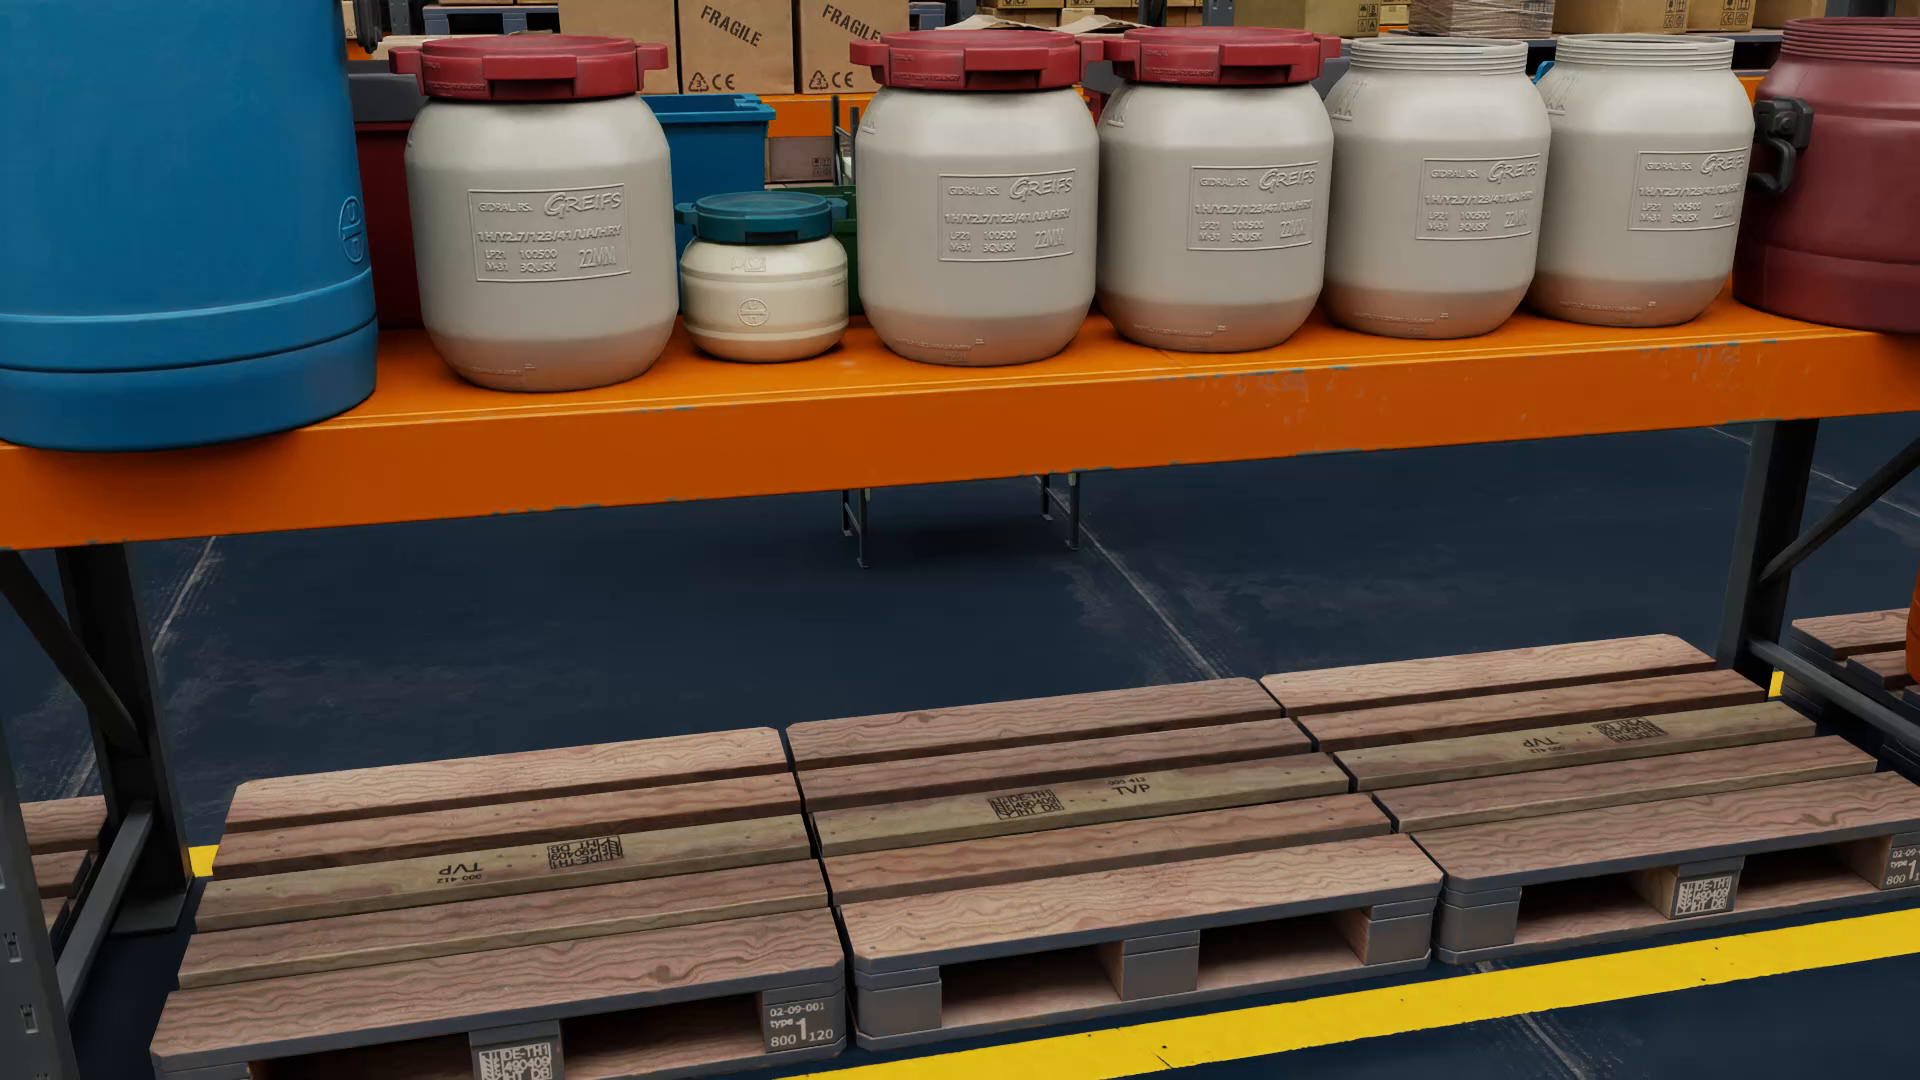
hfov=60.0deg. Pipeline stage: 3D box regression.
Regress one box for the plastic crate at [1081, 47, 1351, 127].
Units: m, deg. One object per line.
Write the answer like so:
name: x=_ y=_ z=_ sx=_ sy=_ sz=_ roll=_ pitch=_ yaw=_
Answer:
plastic crate: x=0.583 y=-0.797 z=3.537 sx=0.583 sy=0.464 sz=0.402 roll=-5 pitch=21 yaw=-12

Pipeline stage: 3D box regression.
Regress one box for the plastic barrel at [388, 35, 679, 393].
plastic barrel: x=-0.685 y=-0.542 z=2.737 sx=0.433 sy=0.535 sz=0.433 roll=0 pitch=20 yaw=0

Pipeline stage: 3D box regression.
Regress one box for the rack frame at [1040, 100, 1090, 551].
rack frame: x=0.350 y=-0.733 z=5.634 sx=0.023 sy=1.500 sz=0.400 roll=-5 pitch=21 yaw=-12

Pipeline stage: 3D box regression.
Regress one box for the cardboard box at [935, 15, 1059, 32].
cardboard box: x=0.175 y=-2.403 z=8.144 sx=0.500 sy=0.311 sz=0.500 roll=-5 pitch=21 yaw=-13

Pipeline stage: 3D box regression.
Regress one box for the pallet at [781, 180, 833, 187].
pallet: x=-0.814 y=-2.738 z=12.983 sx=1.213 sy=0.211 sz=1.003 roll=-5 pitch=21 yaw=-12

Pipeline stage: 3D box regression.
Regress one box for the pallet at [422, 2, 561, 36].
pallet: x=-3.169 y=-3.714 z=11.872 sx=1.213 sy=0.211 sz=1.003 roll=-5 pitch=21 yaw=-12

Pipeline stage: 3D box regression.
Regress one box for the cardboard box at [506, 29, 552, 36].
cardboard box: x=-1.989 y=-2.202 z=7.662 sx=0.258 sy=0.266 sz=0.396 roll=-5 pitch=21 yaw=-14

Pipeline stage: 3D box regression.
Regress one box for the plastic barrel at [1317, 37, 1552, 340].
plastic barrel: x=0.865 y=-0.659 z=3.090 sx=0.421 sy=0.512 sz=0.421 roll=0 pitch=20 yaw=0

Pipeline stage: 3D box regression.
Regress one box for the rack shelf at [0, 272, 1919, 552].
rack shelf: x=0.280 y=-0.297 z=3.309 sx=4.000 sy=0.370 sz=1.077 roll=-5 pitch=21 yaw=-12

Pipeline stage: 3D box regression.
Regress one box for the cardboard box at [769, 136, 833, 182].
cardboard box: x=-1.270 y=-3.066 z=12.817 sx=0.500 sy=0.500 sz=0.700 roll=-5 pitch=21 yaw=-13

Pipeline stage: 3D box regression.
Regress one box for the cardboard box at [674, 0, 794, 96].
cardboard box: x=-1.051 y=-2.318 z=7.637 sx=0.500 sy=0.500 sz=0.500 roll=-5 pitch=21 yaw=-12

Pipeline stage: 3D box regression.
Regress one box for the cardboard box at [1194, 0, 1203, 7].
cardboard box: x=1.978 y=-4.379 z=12.801 sx=0.500 sy=0.500 sz=0.500 roll=-4 pitch=21 yaw=-11

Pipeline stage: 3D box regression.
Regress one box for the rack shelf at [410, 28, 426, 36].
rack shelf: x=-2.000 y=-3.613 z=12.362 sx=4.000 sy=0.370 sz=1.077 roll=-5 pitch=21 yaw=-12

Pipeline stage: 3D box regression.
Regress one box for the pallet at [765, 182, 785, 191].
pallet: x=-1.999 y=-2.643 z=12.723 sx=1.213 sy=0.211 sz=1.003 roll=-5 pitch=21 yaw=-12

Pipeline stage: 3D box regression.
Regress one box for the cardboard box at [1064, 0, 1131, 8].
cardboard box: x=0.990 y=-4.296 z=12.575 sx=0.500 sy=0.500 sz=0.500 roll=-4 pitch=20 yaw=-11

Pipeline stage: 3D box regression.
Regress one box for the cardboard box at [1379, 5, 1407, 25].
cardboard box: x=3.335 y=-4.168 z=13.167 sx=0.250 sy=0.149 sz=0.380 roll=-4 pitch=21 yaw=-11

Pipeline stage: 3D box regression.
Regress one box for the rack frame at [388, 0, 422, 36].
rack frame: x=-3.946 y=-3.792 z=11.806 sx=0.127 sy=3.000 sz=1.000 roll=-5 pitch=21 yaw=-12

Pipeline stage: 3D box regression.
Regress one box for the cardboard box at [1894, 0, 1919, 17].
cardboard box: x=5.410 y=-2.940 z=9.335 sx=0.500 sy=0.500 sz=0.500 roll=-4 pitch=21 yaw=-12

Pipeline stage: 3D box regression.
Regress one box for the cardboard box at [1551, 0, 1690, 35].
cardboard box: x=3.278 y=-2.851 z=8.482 sx=0.500 sy=0.500 sz=0.700 roll=-10 pitch=23 yaw=-26

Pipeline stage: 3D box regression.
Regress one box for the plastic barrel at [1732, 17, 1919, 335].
plastic barrel: x=1.845 y=-0.719 z=3.217 sx=0.708 sy=0.536 sz=0.600 roll=-5 pitch=21 yaw=-12

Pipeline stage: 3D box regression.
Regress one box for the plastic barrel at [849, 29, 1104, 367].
plastic barrel: x=0.029 y=-0.600 z=2.895 sx=0.433 sy=0.535 sz=0.433 roll=0 pitch=20 yaw=0

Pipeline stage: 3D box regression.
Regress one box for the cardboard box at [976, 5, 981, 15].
cardboard box: x=0.205 y=-4.112 z=13.015 sx=0.250 sy=0.149 sz=0.380 roll=-4 pitch=21 yaw=-12

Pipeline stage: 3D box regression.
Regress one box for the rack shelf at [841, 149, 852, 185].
rack shelf: x=-0.006 y=-1.070 z=5.421 sx=0.720 sy=0.370 sz=0.431 roll=-5 pitch=21 yaw=-12

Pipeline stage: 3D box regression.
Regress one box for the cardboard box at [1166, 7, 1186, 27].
cardboard box: x=1.566 y=-4.060 z=12.874 sx=0.250 sy=0.149 sz=0.380 roll=-4 pitch=21 yaw=-12

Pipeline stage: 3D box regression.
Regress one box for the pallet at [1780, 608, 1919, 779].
pallet: x=2.984 y=0.440 z=4.306 sx=1.213 sy=0.211 sz=1.003 roll=-5 pitch=21 yaw=-12

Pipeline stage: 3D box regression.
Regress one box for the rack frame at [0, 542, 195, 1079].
rack frame: x=-1.666 y=-0.476 z=2.754 sx=0.127 sy=3.000 sz=1.000 roll=-5 pitch=21 yaw=-12

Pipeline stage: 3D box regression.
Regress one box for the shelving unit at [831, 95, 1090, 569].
shelving unit: x=-0.006 y=-0.704 z=5.555 sx=0.755 sy=1.500 sz=0.431 roll=-5 pitch=21 yaw=-12

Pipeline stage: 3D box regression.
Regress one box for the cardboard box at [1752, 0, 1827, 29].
cardboard box: x=4.470 y=-3.049 z=9.022 sx=0.500 sy=0.500 sz=0.700 roll=-13 pitch=24 yaw=-31

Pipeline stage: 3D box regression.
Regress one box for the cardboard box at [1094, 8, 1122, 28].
cardboard box: x=1.062 y=-4.020 z=12.764 sx=0.250 sy=0.149 sz=0.380 roll=-5 pitch=21 yaw=-13

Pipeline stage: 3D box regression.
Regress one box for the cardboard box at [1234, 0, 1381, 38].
cardboard box: x=1.677 y=-2.783 z=8.295 sx=0.500 sy=0.500 sz=0.700 roll=-12 pitch=24 yaw=-31

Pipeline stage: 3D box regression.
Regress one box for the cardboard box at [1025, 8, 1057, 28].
cardboard box: x=0.568 y=-3.966 z=12.617 sx=0.250 sy=0.149 sz=0.380 roll=-4 pitch=21 yaw=-12

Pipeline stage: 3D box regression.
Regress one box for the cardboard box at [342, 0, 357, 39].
cardboard box: x=-4.337 y=-3.592 z=11.450 sx=0.500 sy=0.250 sz=0.500 roll=-5 pitch=21 yaw=-12

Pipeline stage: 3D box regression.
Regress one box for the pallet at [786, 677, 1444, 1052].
pallet: x=0.279 y=0.660 z=3.705 sx=1.213 sy=0.211 sz=1.003 roll=-5 pitch=21 yaw=-12

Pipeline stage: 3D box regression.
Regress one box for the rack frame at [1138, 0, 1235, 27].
rack frame: x=1.090 y=-2.451 z=8.145 sx=0.127 sy=3.000 sz=1.000 roll=-5 pitch=21 yaw=-12

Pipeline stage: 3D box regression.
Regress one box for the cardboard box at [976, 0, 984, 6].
cardboard box: x=0.346 y=-4.431 z=12.942 sx=0.500 sy=0.500 sz=0.500 roll=-5 pitch=21 yaw=-12

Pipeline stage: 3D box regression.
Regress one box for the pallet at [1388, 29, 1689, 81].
pallet: x=2.982 y=-2.516 z=8.602 sx=1.213 sy=0.211 sz=1.003 roll=-5 pitch=21 yaw=-12

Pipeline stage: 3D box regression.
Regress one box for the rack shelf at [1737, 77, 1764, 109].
rack shelf: x=3.037 y=-2.272 z=8.701 sx=4.000 sy=0.370 sz=1.077 roll=-5 pitch=21 yaw=-12

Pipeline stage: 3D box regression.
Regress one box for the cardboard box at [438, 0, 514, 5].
cardboard box: x=-3.443 y=-4.075 z=11.792 sx=0.500 sy=0.500 sz=0.700 roll=-5 pitch=21 yaw=-12

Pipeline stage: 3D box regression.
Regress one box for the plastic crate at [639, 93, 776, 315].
plastic crate: x=-0.664 y=-0.660 z=3.279 sx=0.575 sy=0.384 sz=0.392 roll=-5 pitch=21 yaw=-12
